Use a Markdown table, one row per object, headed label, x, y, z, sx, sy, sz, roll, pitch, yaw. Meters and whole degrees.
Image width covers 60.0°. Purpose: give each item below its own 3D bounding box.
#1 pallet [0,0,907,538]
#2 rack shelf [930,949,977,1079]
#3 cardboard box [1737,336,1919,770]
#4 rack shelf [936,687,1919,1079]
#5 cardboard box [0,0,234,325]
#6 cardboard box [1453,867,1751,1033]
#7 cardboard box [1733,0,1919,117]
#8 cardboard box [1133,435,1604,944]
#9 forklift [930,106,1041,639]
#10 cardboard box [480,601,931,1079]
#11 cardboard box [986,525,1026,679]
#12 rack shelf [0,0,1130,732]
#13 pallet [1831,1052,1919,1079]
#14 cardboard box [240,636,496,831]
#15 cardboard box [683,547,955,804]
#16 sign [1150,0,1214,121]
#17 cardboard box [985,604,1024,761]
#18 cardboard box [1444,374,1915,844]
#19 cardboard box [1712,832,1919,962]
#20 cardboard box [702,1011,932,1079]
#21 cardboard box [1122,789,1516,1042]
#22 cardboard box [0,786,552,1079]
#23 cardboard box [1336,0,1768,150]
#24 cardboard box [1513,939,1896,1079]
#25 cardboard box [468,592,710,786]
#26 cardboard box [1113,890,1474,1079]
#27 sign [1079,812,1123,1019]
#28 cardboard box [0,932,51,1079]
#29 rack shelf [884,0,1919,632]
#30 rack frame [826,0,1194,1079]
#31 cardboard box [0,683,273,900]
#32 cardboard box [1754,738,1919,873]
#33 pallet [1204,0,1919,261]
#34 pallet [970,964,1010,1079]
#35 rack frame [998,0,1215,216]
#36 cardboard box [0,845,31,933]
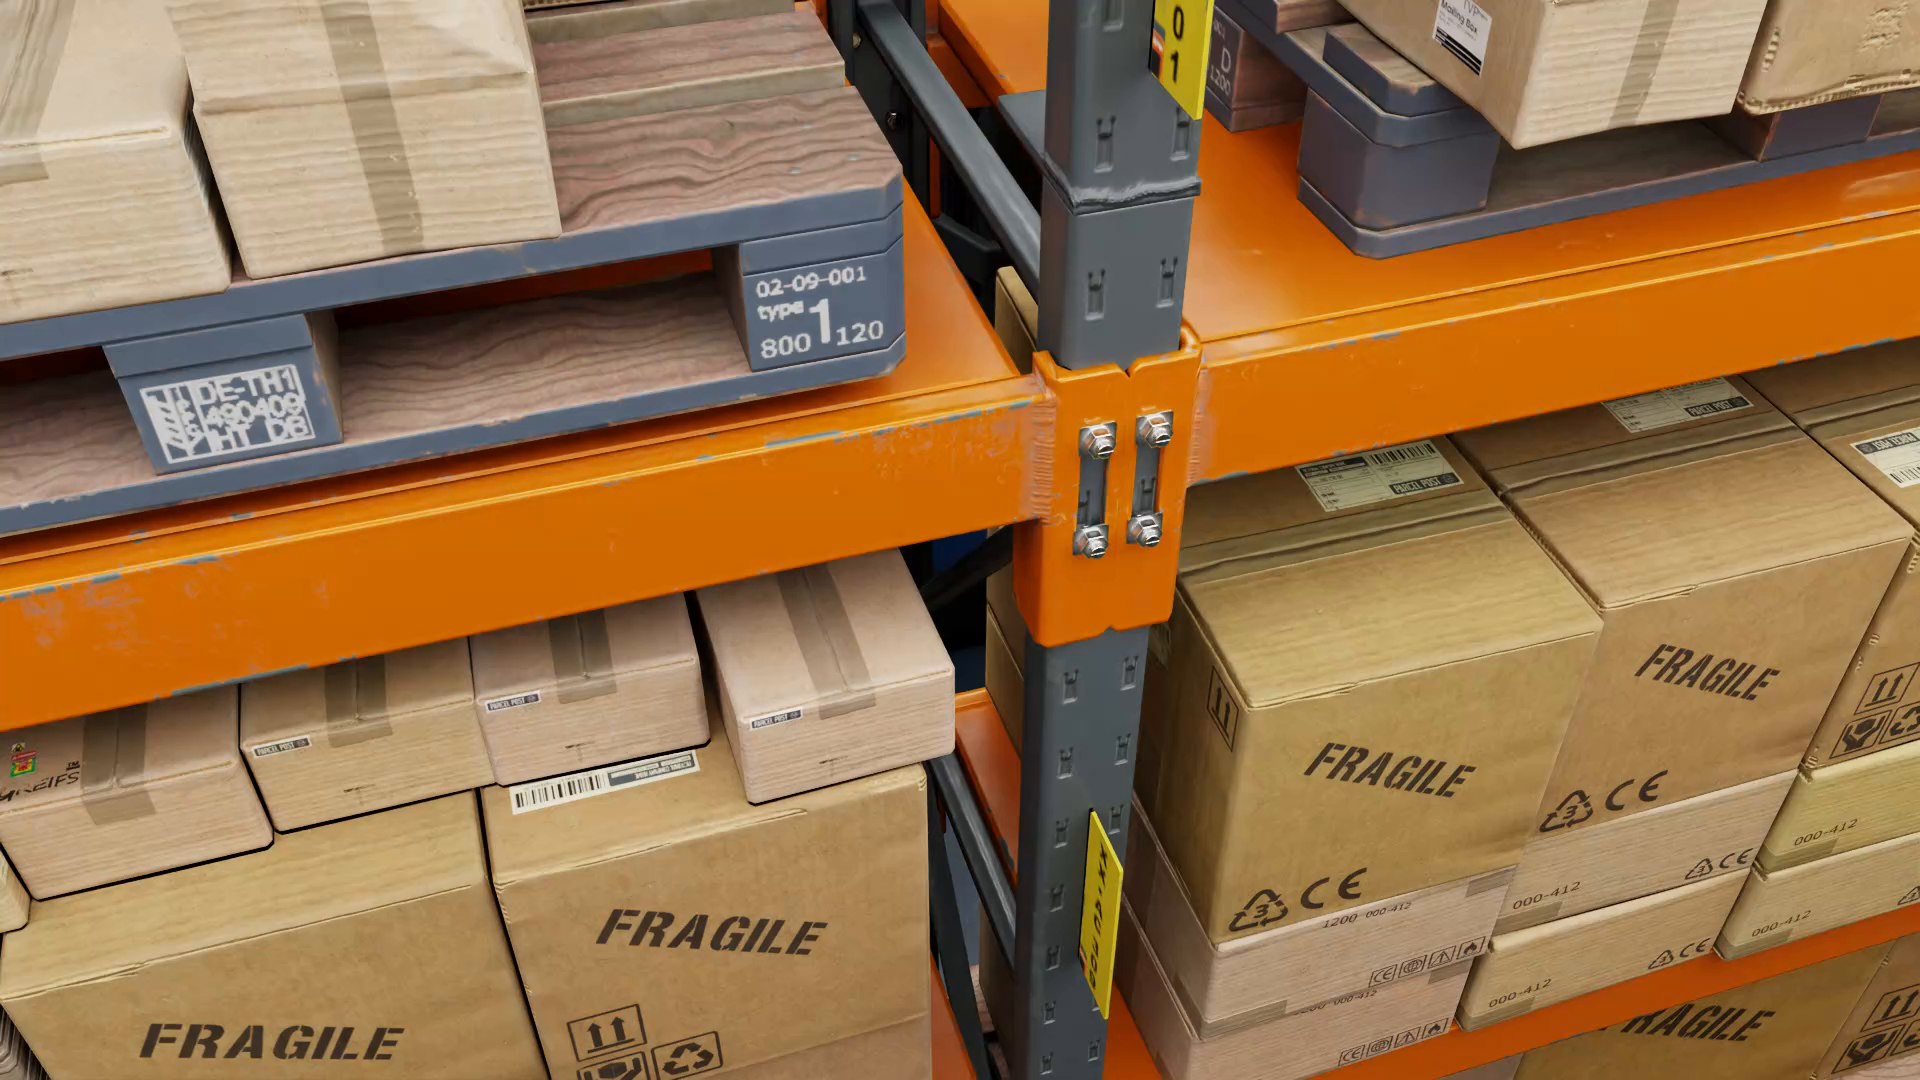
| label | x | y | z | sx | sy | sz | roll | pitch | yaw |
| --- | --- | --- | --- | --- | --- | --- | --- | --- | --- |
| pallet | -0.768 | -0.436 | 1.757 | 1.213 | 0.211 | 1.003 | -12 | 42 | -13 |
| rack shelf | -1.892 | 1.171 | 2.676 | 4.000 | 0.370 | 1.077 | -12 | 42 | -13 |
| cardboard box | 1.477 | -0.031 | 2.670 | 0.500 | 0.500 | 0.500 | -13 | 43 | -14 |
| rack shelf | 1.923 | 0.381 | 3.581 | 4.000 | 0.370 | 1.077 | -12 | 42 | -13 |
| cardboard box | -0.750 | -0.347 | 1.383 | 0.250 | 0.149 | 0.380 | -11 | 42 | -12 |
| cardboard box | 1.007 | 0.537 | 2.970 | 0.500 | 0.250 | 0.500 | -13 | 43 | -14 |
| cardboard box | 0.943 | -0.813 | 1.725 | 0.500 | 0.500 | 0.500 | -12 | 43 | -14 |
| cardboard box | 0.521 | 0.184 | 2.423 | 0.500 | 0.500 | 0.500 | -11 | 42 | -13 |
| forklift | 0.615 | -1.278 | 4.985 | 3.031 | 2.935 | 1.130 | -13 | 43 | -14 |
| cardboard box | -0.352 | 0.357 | 2.225 | 0.500 | 0.500 | 0.500 | -12 | 43 | -13 |
| cardboard box | 0.363 | 0.133 | 3.051 | 0.500 | 0.250 | 0.500 | -12 | 42 | -13 |
| rack shelf | -1.892 | 0.042 | 1.690 | 4.000 | 0.370 | 1.077 | -12 | 42 | -13 |
| pallet | 1.894 | 1.112 | 4.317 | 1.213 | 0.211 | 1.003 | -12 | 42 | -13 |
| cardboard box | -0.708 | 0.134 | 1.988 | 0.250 | 0.149 | 0.380 | -12 | 42 | -13 |
| cardboard box | -0.183 | 0.107 | 2.019 | 0.250 | 0.149 | 0.380 | -13 | 43 | -14 |
| sign | 0.183 | -0.501 | 1.311 | 0.005 | 0.325 | 0.100 | -12 | 42 | -13 |
| cardboard box | 0.367 | 0.315 | 3.224 | 0.500 | 0.250 | 0.500 | -13 | 43 | -14 |
| cardboard box | 0.998 | 0.066 | 2.558 | 0.500 | 0.500 | 0.500 | -12 | 43 | -13 |
| cardboard box | 1.501 | 0.446 | 3.074 | 0.500 | 0.250 | 0.500 | -12 | 43 | -13 |
| cardboard box | -0.350 | 0.719 | 2.571 | 0.500 | 0.500 | 0.500 | -11 | 42 | -13 |
| cardboard box | 0.520 | 0.463 | 2.674 | 0.500 | 0.250 | 0.500 | -13 | 43 | -14 |
| cardboard box | -0.838 | 0.452 | 2.116 | 0.500 | 0.500 | 0.500 | -12 | 43 | -14 |
| cardboard box | 0.598 | -0.611 | 1.673 | 0.258 | 0.266 | 0.396 | -12 | 43 | -13 |
| cardboard box | 1.442 | 0.791 | 3.861 | 0.875 | 0.875 | 0.875 | -11 | 42 | -12 |
| cardboard box | -0.467 | 0.091 | 2.037 | 0.250 | 0.149 | 0.380 | -11 | 42 | -12 |
| cardboard box | 0.514 | 0.640 | 2.851 | 0.500 | 0.250 | 0.500 | -13 | 43 | -14 |
| sign | 0.183 | 0.497 | 2.183 | 0.005 | 0.325 | 0.100 | -12 | 42 | -13 |
| cardboard box | -1.321 | 0.559 | 1.994 | 0.500 | 0.500 | 0.500 | -11 | 42 | -12 |
| rack shelf | 1.923 | -0.749 | 2.594 | 4.000 | 0.370 | 1.077 | -12 | 42 | -13 |
| rack frame | 0.015 | 0.505 | 2.892 | 0.127 | 3.000 | 1.000 | -12 | 42 | -13 |
| cardboard box | -0.944 | 0.196 | 1.917 | 0.250 | 0.149 | 0.380 | -12 | 43 | -13 |
| cardboard box | 1.498 | 0.259 | 2.907 | 0.500 | 0.250 | 0.500 | -11 | 42 | -13 |
| pallet | 0.875 | -0.765 | 2.211 | 1.217 | 0.209 | 0.805 | -13 | 43 | -15 |
| pallet | 0.728 | 1.355 | 4.038 | 1.213 | 0.211 | 1.003 | -12 | 42 | -13 |
| rack frame | 0.015 | -1.754 | 0.918 | 0.127 | 3.000 | 1.000 | -12 | 42 | -13 |
| cardboard box | -1.172 | 0.268 | 1.835 | 0.250 | 0.149 | 0.380 | -12 | 43 | -13 |
